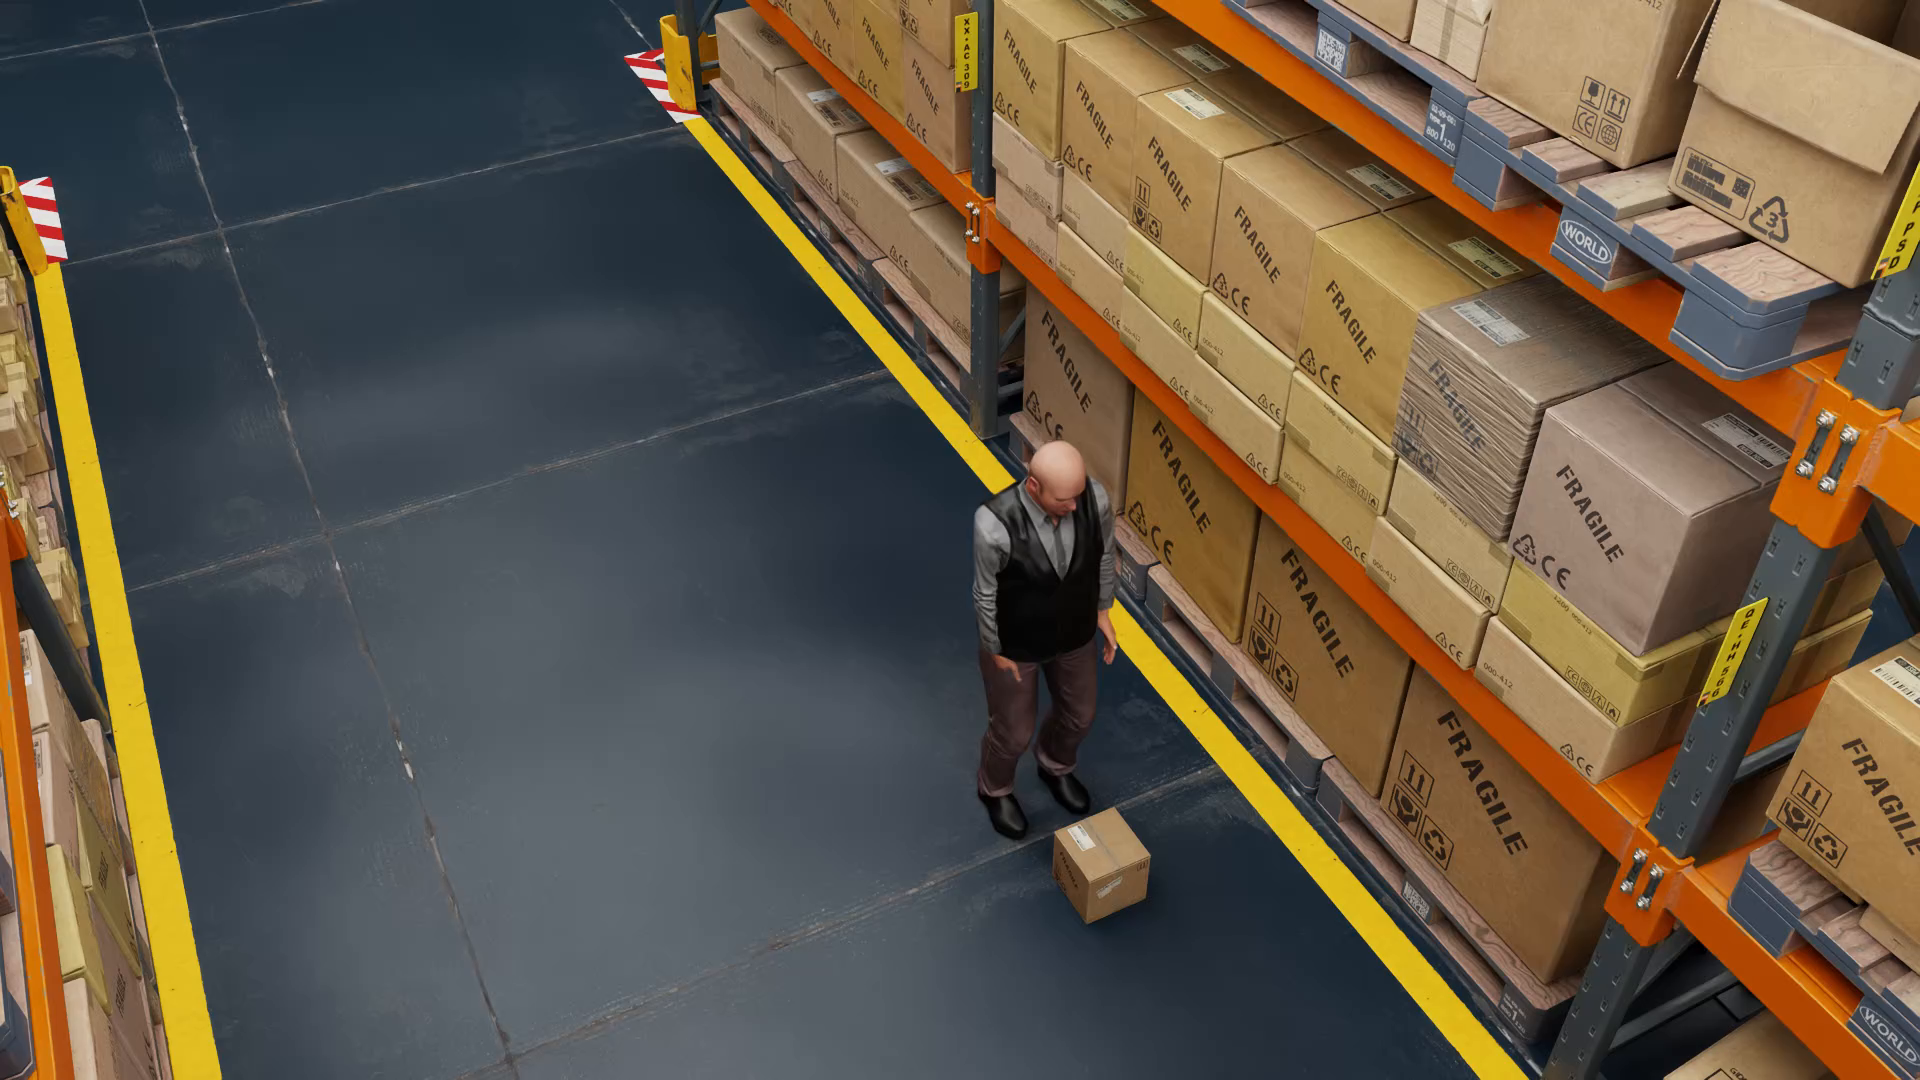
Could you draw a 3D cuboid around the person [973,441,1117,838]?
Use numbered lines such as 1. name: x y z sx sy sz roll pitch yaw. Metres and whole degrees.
1. person: 0.294 0.328 5.819 0.540 1.708 0.366 -18 44 -20
